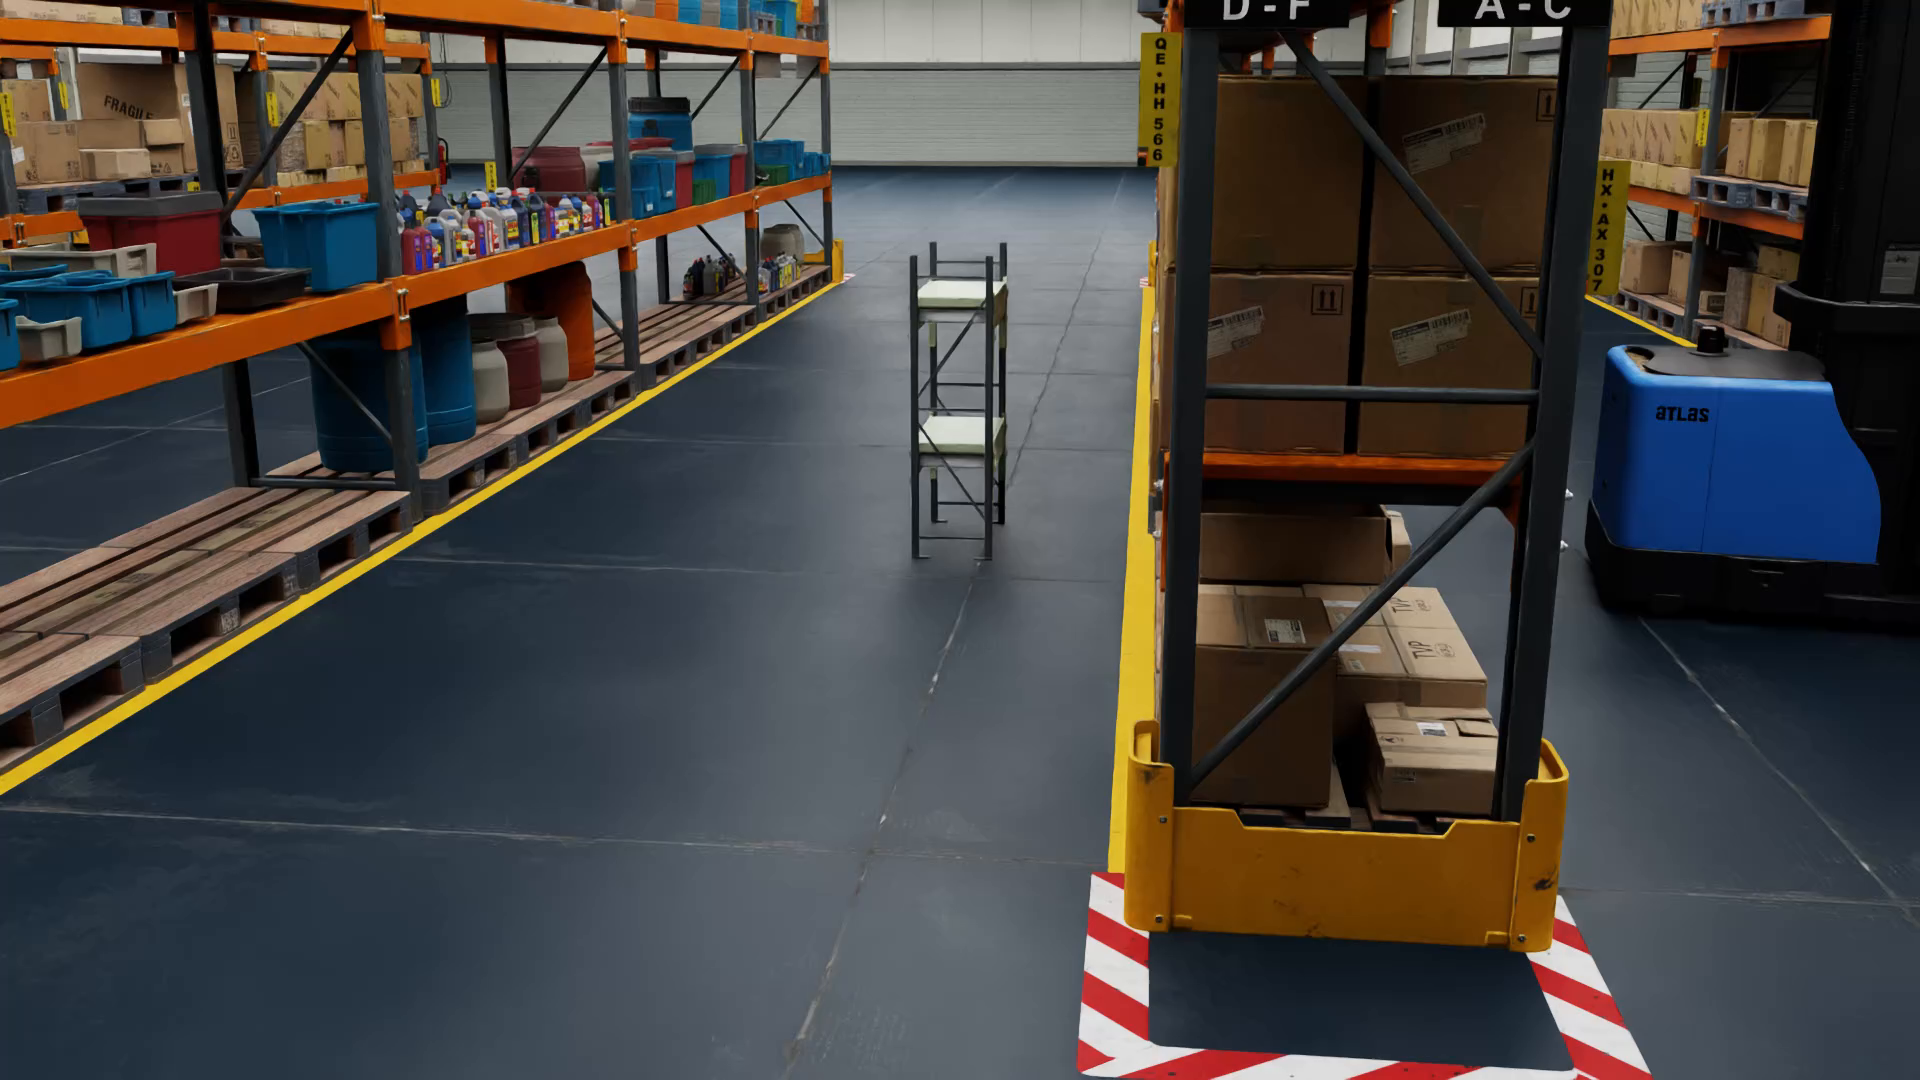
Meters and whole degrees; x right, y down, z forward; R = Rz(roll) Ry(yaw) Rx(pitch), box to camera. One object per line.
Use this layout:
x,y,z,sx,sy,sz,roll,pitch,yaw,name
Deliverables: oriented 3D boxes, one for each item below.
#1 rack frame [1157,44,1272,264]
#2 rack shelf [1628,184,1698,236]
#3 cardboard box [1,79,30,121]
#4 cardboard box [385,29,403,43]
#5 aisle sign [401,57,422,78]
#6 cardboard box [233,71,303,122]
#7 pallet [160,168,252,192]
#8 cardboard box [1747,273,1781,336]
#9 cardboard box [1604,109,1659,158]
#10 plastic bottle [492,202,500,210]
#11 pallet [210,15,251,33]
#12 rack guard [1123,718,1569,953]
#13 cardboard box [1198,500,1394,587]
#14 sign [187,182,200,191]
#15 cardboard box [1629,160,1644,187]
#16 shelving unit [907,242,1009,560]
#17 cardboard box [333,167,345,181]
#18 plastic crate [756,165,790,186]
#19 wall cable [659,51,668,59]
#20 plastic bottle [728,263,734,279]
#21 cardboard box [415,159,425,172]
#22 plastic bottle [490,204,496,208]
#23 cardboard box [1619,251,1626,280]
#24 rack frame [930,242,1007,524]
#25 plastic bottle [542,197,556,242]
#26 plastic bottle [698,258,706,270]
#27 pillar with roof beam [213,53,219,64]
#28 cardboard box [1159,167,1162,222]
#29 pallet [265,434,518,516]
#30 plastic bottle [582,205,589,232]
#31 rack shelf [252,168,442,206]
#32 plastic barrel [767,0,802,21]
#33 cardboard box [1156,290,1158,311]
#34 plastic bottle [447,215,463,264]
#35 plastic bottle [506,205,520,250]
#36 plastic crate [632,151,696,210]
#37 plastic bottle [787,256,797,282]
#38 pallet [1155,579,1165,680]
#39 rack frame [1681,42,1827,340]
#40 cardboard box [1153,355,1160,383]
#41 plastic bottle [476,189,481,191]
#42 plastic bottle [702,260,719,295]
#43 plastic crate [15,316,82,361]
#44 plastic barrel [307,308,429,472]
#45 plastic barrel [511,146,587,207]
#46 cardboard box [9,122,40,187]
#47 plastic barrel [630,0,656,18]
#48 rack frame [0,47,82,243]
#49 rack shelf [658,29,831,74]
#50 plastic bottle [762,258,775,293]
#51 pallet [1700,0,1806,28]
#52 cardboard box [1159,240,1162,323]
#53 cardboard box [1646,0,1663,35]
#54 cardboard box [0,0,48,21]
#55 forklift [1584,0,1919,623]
2.403,-3.480,15.785,1.000,3.000,0.127,2,15,6,rack frame
7.551,-3.506,17.261,1.077,0.370,4.000,2,15,6,rack shelf
-11.956,-5.336,20.292,0.875,0.550,0.550,2,15,6,cardboard box
-6.844,-5.924,19.363,0.500,0.250,0.500,2,15,7,cardboard box
-6.684,-6.072,20.392,0.394,0.787,0.004,2,15,6,aisle sign
-7.137,-4.556,17.089,0.500,0.500,0.500,2,15,6,cardboard box
-7.671,-3.486,16.175,1.003,0.211,1.213,2,15,6,pallet
7.250,-2.014,14.309,0.700,0.500,0.500,1,15,5,cardboard box
7.358,-4.429,18.106,0.500,0.500,0.500,2,15,6,cardboard box
-3.266,-2.272,11.698,0.097,0.201,0.097,0,15,0,plastic bottle
-7.616,-4.973,15.920,1.213,0.211,1.003,2,15,6,pallet
1.057,0.819,4.674,1.175,0.500,0.348,2,15,6,rack guard
1.293,0.075,6.577,0.797,0.503,0.637,2,15,6,cardboard box
-3.968,-1.702,8.680,0.100,0.325,0.005,2,15,6,sign
7.239,-3.794,17.197,0.500,0.250,0.500,2,15,7,cardboard box
0.001,-0.726,8.473,0.431,1.500,0.755,2,15,6,shelving unit
-7.000,-4.023,18.275,0.380,0.149,0.250,2,15,6,cardboard box
-2.085,-3.868,17.627,0.450,0.188,0.662,2,15,6,plastic crate
-8.279,-17.853,50.931,2.305,6.003,0.169,2,15,6,wall cable
-2.593,-3.038,18.668,0.097,0.201,0.097,0,15,0,plastic bottle
-6.816,-4.609,20.441,0.380,0.149,0.250,2,15,6,cardboard box
-2.941,-1.983,10.495,0.097,0.271,0.097,0,15,0,plastic bottle
7.609,-3.110,18.725,0.500,0.311,0.500,0,15,0,cardboard box
0.042,-0.821,8.824,0.400,1.500,0.023,2,15,6,rack frame
-2.721,-2.119,10.976,0.061,0.283,0.133,2,15,6,plastic bottle
-2.711,-2.786,17.449,0.144,0.351,0.185,1,15,3,plastic bottle
-15.756,-14.087,43.519,9.100,9.000,0.400,2,15,6,pillar with roof beam
0.993,-1.421,6.063,0.500,0.500,0.500,2,15,8,cardboard box
-3.293,-0.405,9.754,1.003,0.211,1.213,2,15,6,pallet
-2.660,-2.261,11.659,0.097,0.201,0.097,0,15,0,plastic bottle
-7.214,-3.944,18.880,1.077,0.370,4.000,2,15,6,rack shelf
-2.070,-6.106,18.586,0.600,0.588,0.600,0,15,0,plastic barrel
1.818,-1.867,13.207,0.500,0.311,0.500,1,15,5,cardboard box
-2.909,-1.723,9.533,0.097,0.271,0.097,0,15,0,plastic bottle
-2.809,-1.953,10.386,0.097,0.271,0.097,0,15,0,plastic bottle
-2.484,-3.030,14.000,0.402,0.464,0.583,2,15,6,plastic crate
-1.895,-3.008,18.415,0.152,0.276,0.135,2,15,7,plastic bottle
1.286,0.437,6.643,1.003,0.211,1.213,2,15,6,pallet
7.325,-3.335,15.249,1.000,3.000,0.127,2,15,6,rack frame
1.392,-0.805,9.839,0.500,0.500,0.500,2,15,7,cardboard box
-3.423,-2.346,11.816,0.061,0.283,0.133,2,15,6,plastic bottle
-2.589,-2.732,17.250,0.144,0.351,0.185,2,15,6,plastic bottle
-3.323,-0.727,5.995,0.250,0.136,0.298,2,15,6,plastic crate
-3.343,-0.882,9.394,0.600,0.901,0.708,2,15,6,plastic barrel
-3.219,-2.784,12.952,0.600,0.536,0.708,2,15,6,plastic barrel
-7.870,-3.127,13.485,0.500,0.500,0.500,0,15,-1,cardboard box
-2.662,-4.486,12.798,0.600,0.901,0.600,0,15,0,plastic barrel
-11.906,-4.982,21.341,1.000,3.000,0.127,2,15,6,rack frame
-2.293,-5.246,17.949,1.077,0.370,4.000,2,15,6,rack shelf
-2.015,-2.758,17.345,0.144,0.351,0.185,2,15,8,plastic bottle
7.149,-4.535,14.301,1.213,0.211,1.003,2,15,6,pallet
1.058,-1.067,6.668,0.500,0.500,0.500,2,15,6,cardboard box
7.300,-5.386,16.859,0.500,0.500,0.500,3,15,10,cardboard box
-7.586,-4.225,13.082,0.500,0.250,0.500,2,15,7,cardboard box
4.475,-1.115,7.169,3.031,2.935,1.130,4,16,14,forklift
